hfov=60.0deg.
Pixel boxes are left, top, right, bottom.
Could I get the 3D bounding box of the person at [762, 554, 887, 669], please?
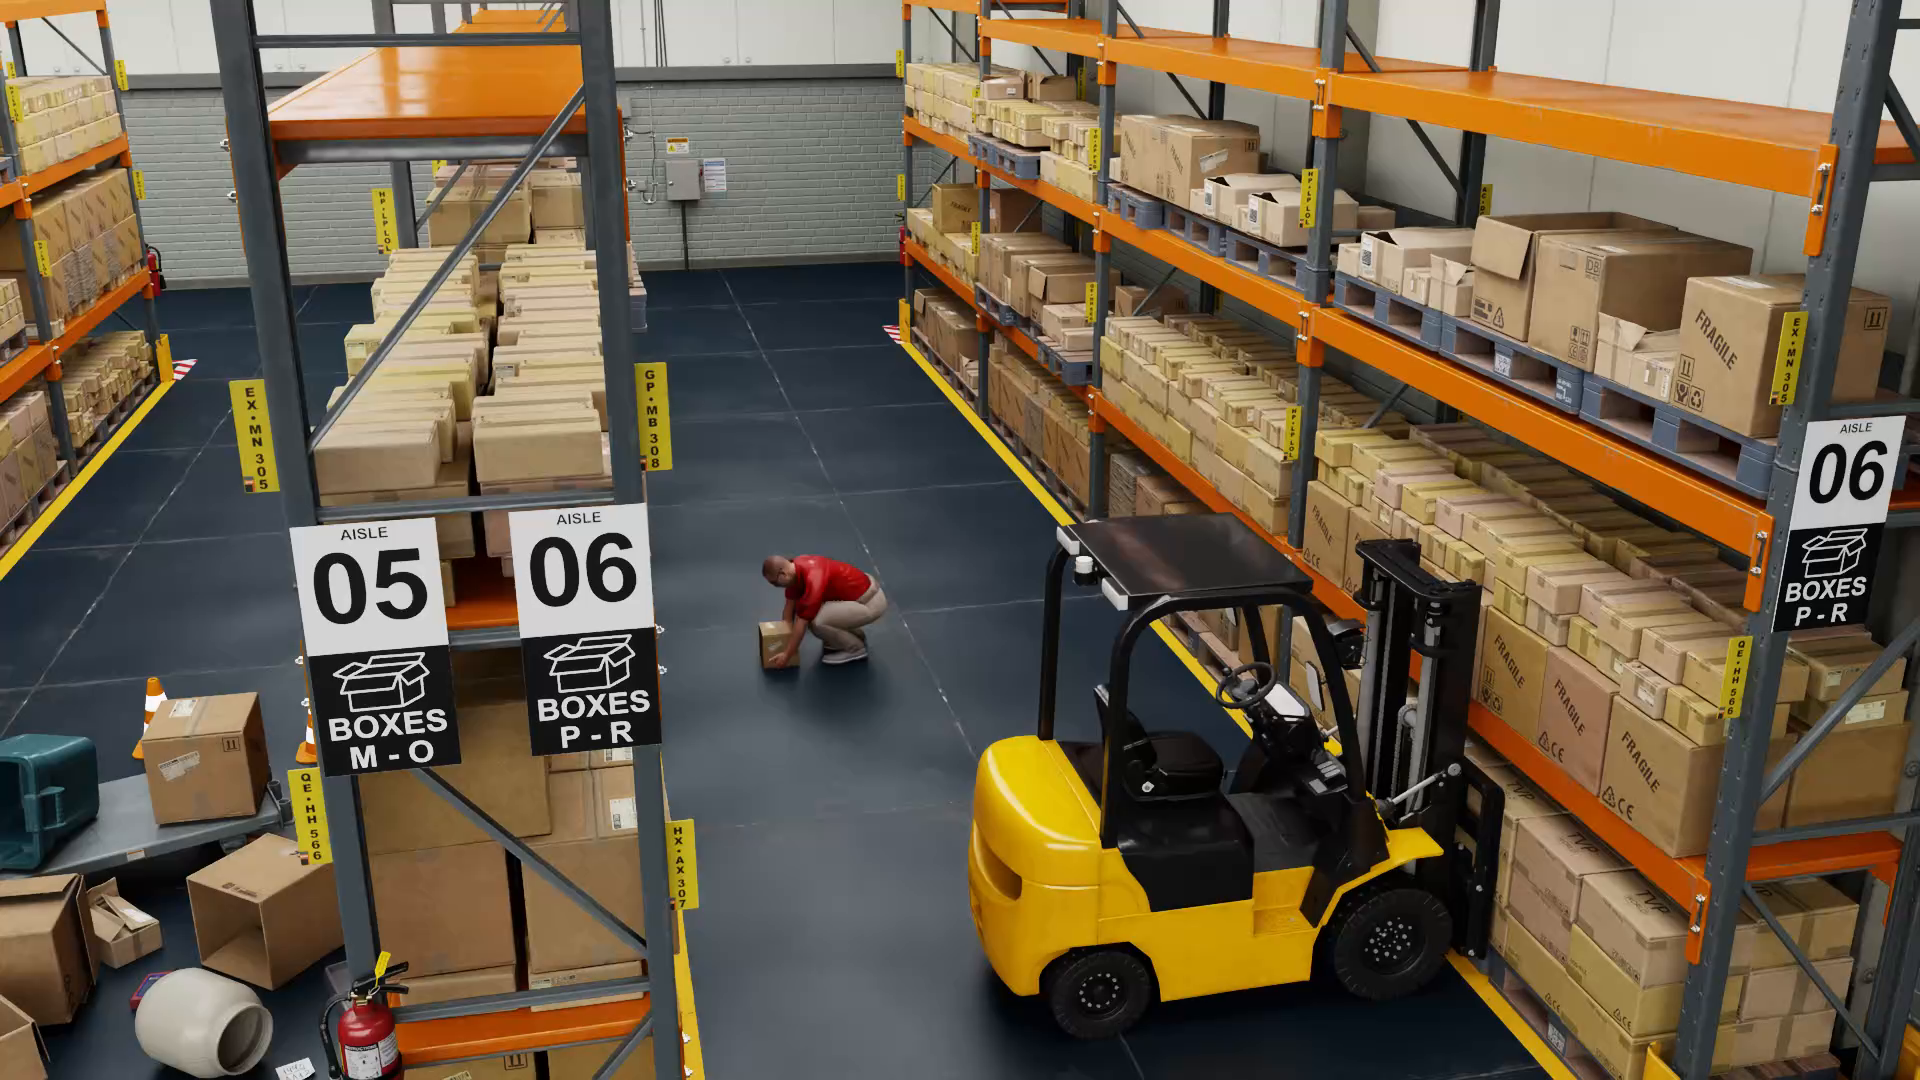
[{"bbox_3d":[-0.951,0.465,11.719,0.872,0.855,0.545,-5,20,-13],"label":"person"}]
